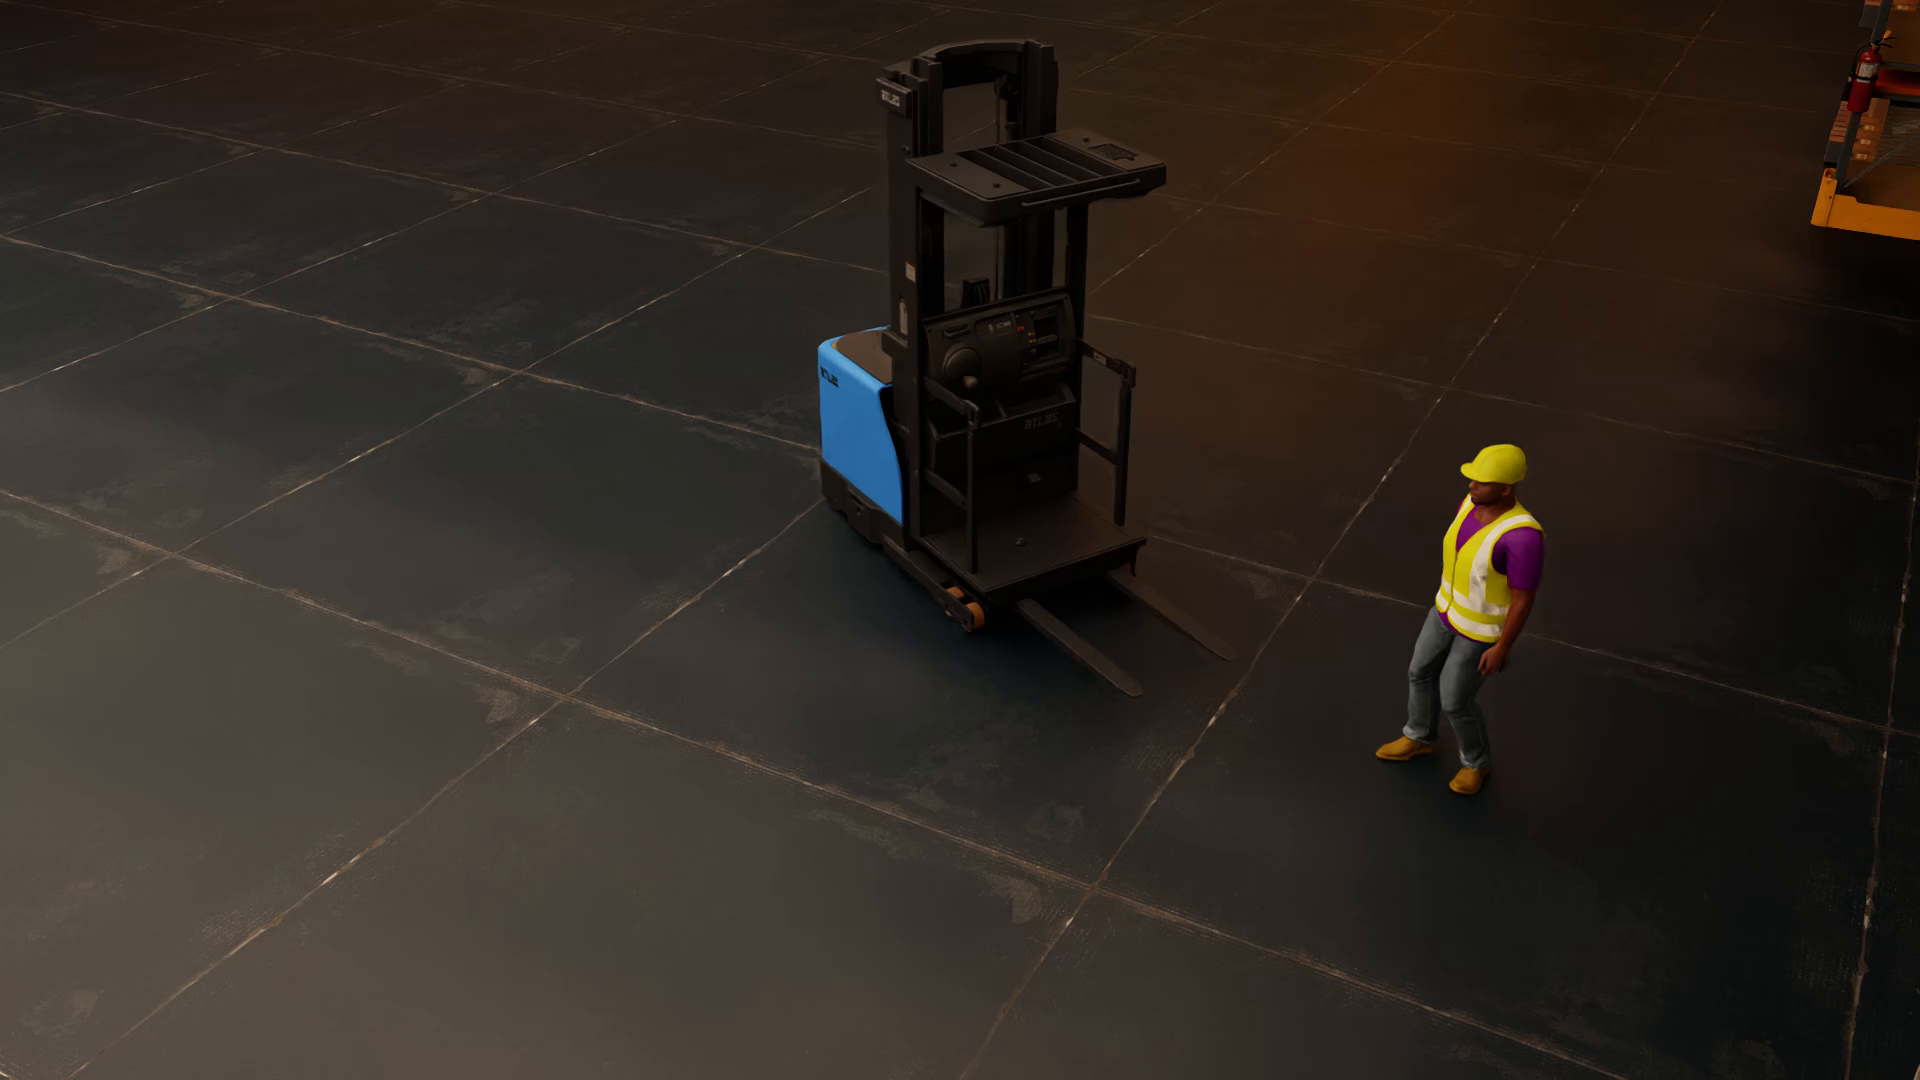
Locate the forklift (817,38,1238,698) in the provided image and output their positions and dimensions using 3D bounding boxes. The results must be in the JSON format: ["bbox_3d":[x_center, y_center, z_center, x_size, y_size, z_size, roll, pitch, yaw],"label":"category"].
[{"bbox_3d":[0.341,-1.029,8.853,1.130,2.935,3.031,-17,34,-27],"label":"forklift"}]

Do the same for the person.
[{"bbox_3d":[2.309,0.372,7.650,0.481,1.757,0.681,-7,31,-12],"label":"person"}]
